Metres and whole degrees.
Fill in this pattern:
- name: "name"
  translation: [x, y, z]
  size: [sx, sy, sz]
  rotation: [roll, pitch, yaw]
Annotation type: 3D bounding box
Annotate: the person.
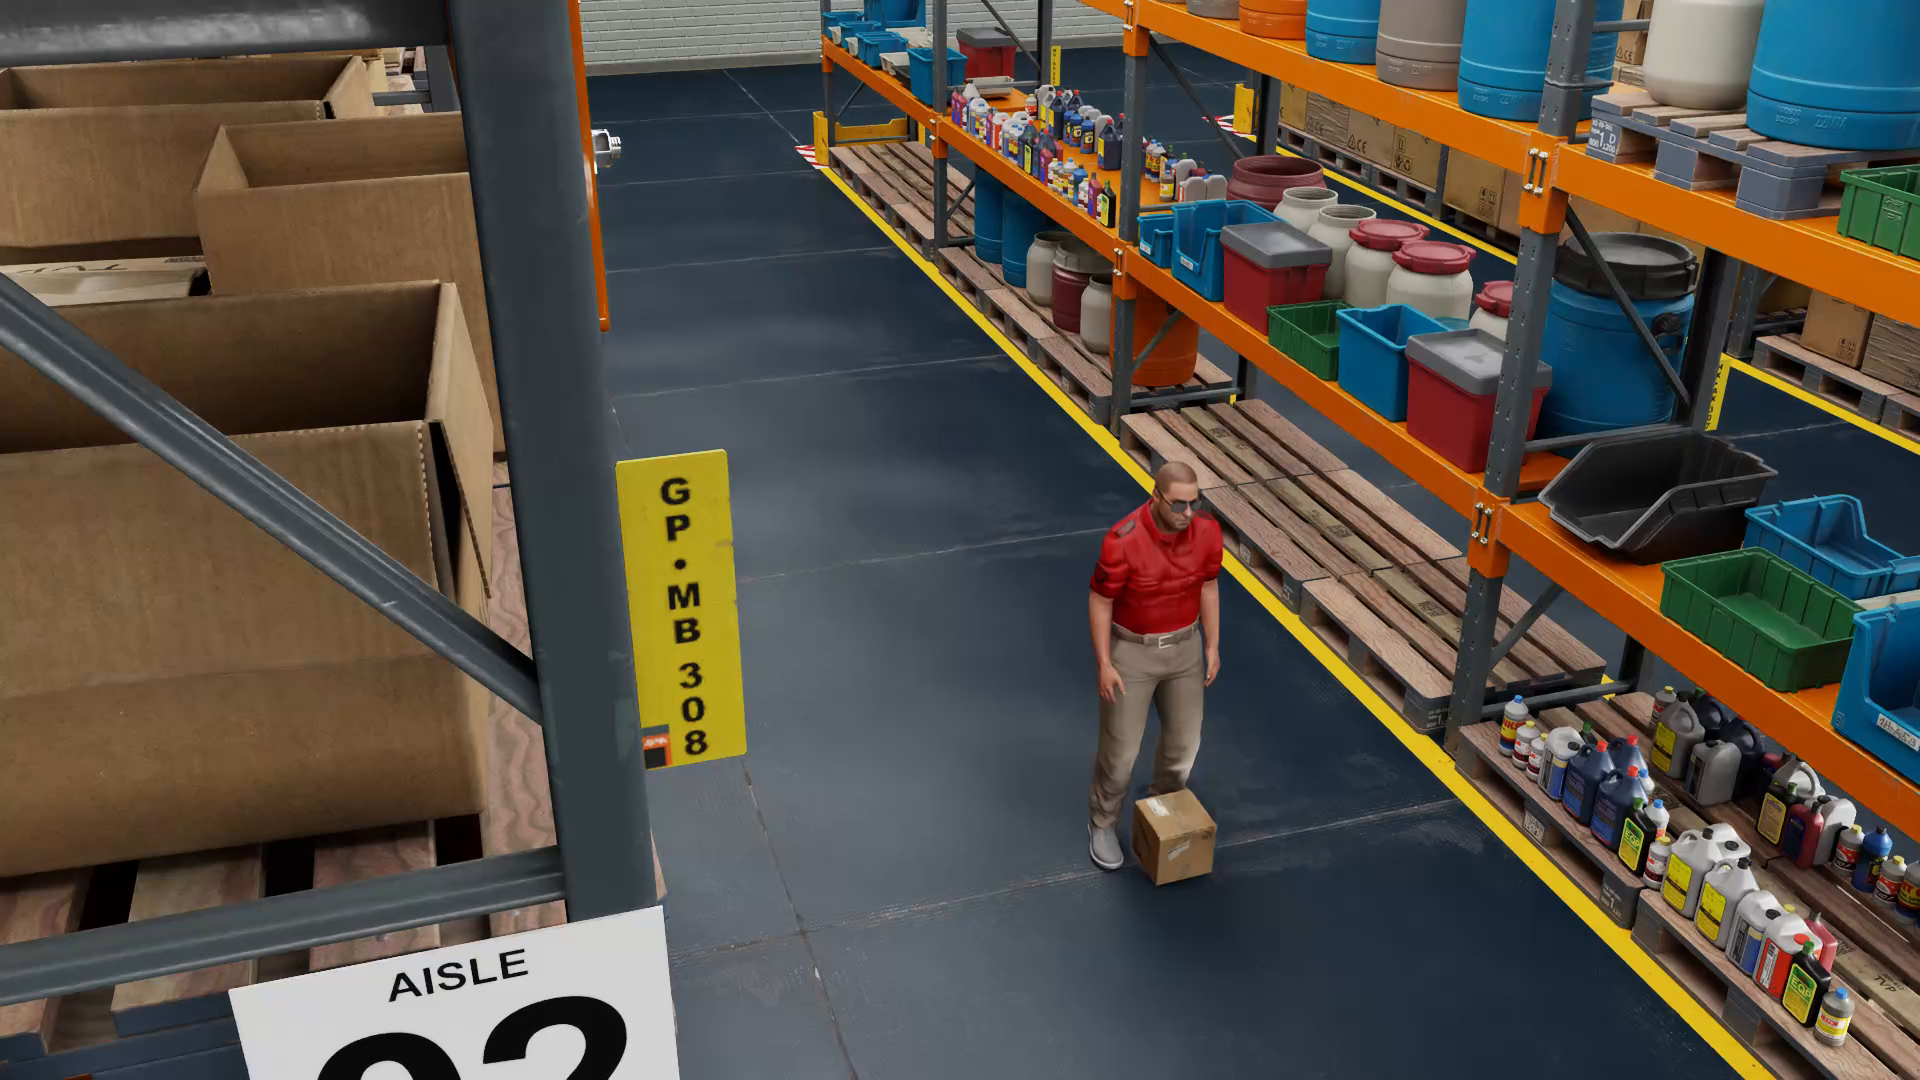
- name: "person"
  translation: [0.791, 0.471, 6.672]
  size: [0.599, 1.726, 0.393]
  rotation: [-10, 28, -19]
